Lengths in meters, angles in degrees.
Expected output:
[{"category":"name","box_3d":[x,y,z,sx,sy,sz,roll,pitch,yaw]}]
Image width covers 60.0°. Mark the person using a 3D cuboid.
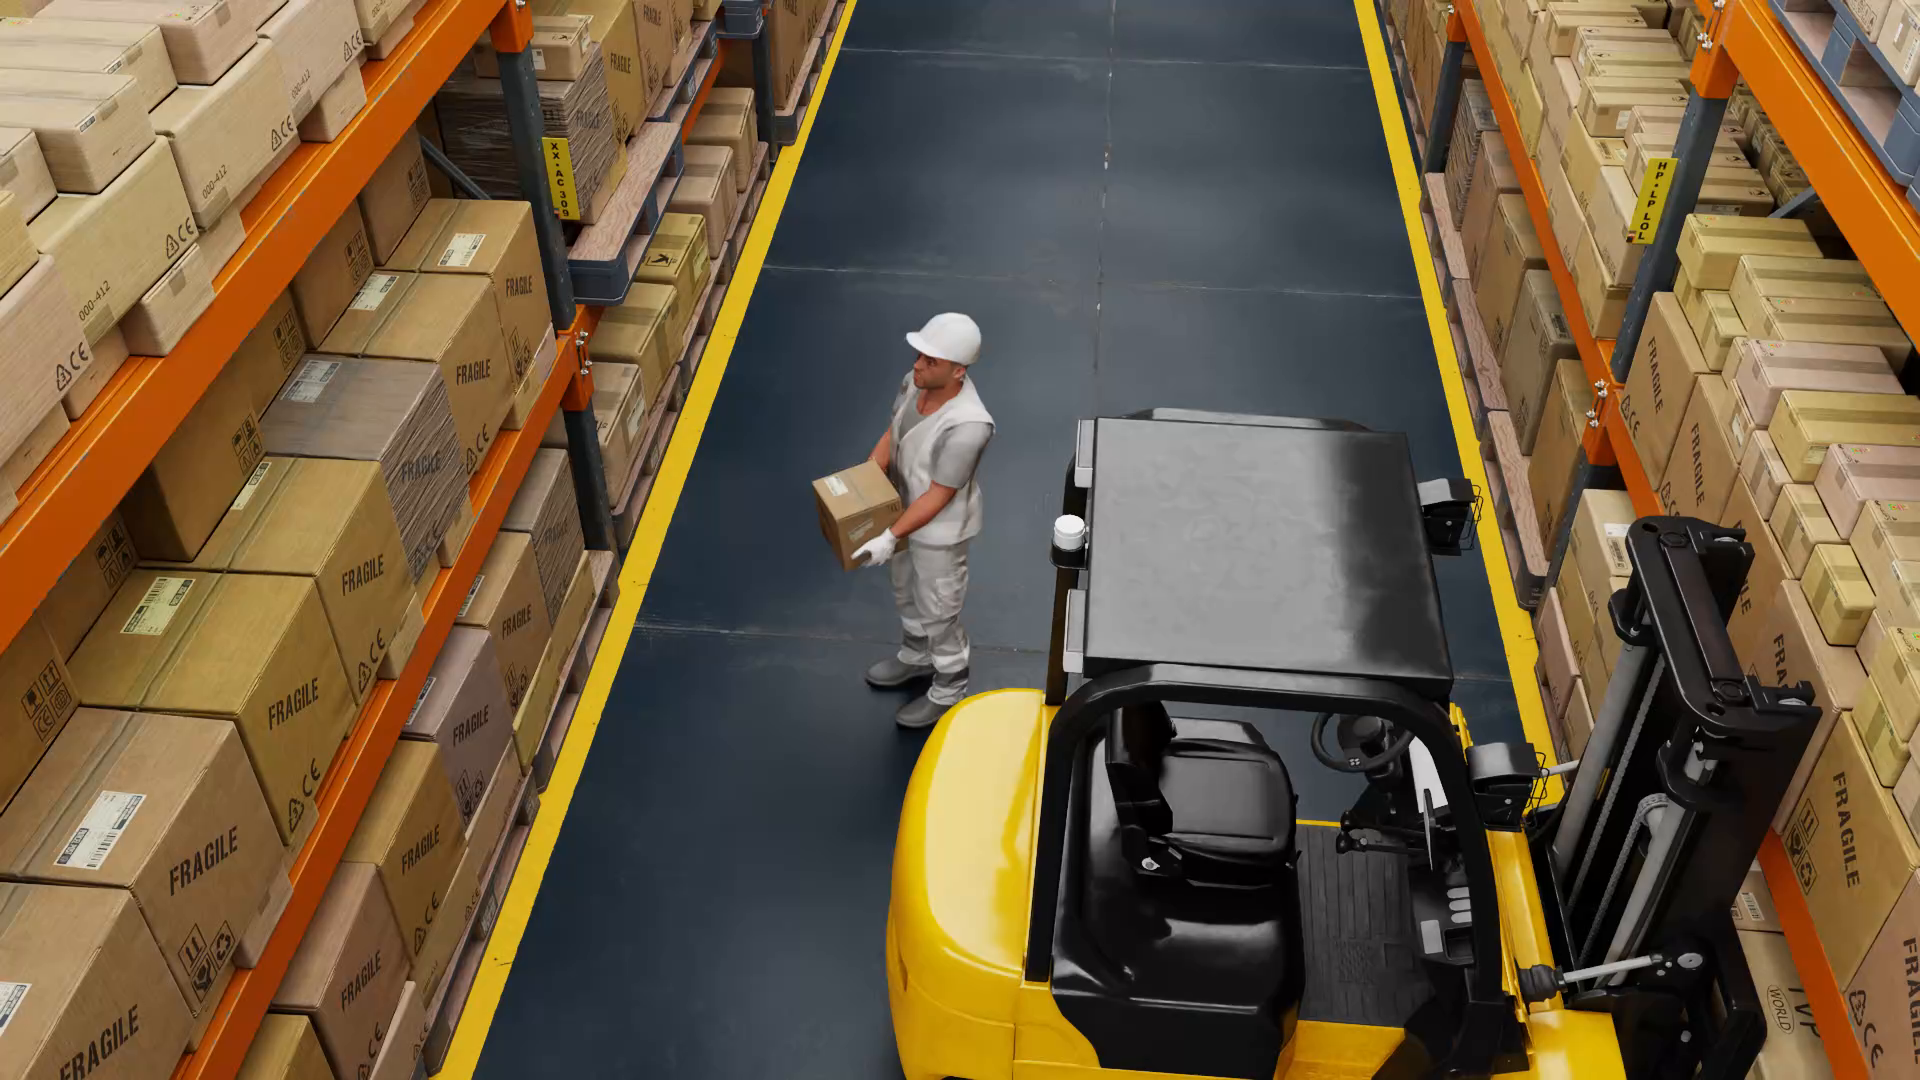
[{"category":"person","box_3d":[-0.189,-0.036,6.179,0.562,1.792,0.506,-16,42,-18]}]
